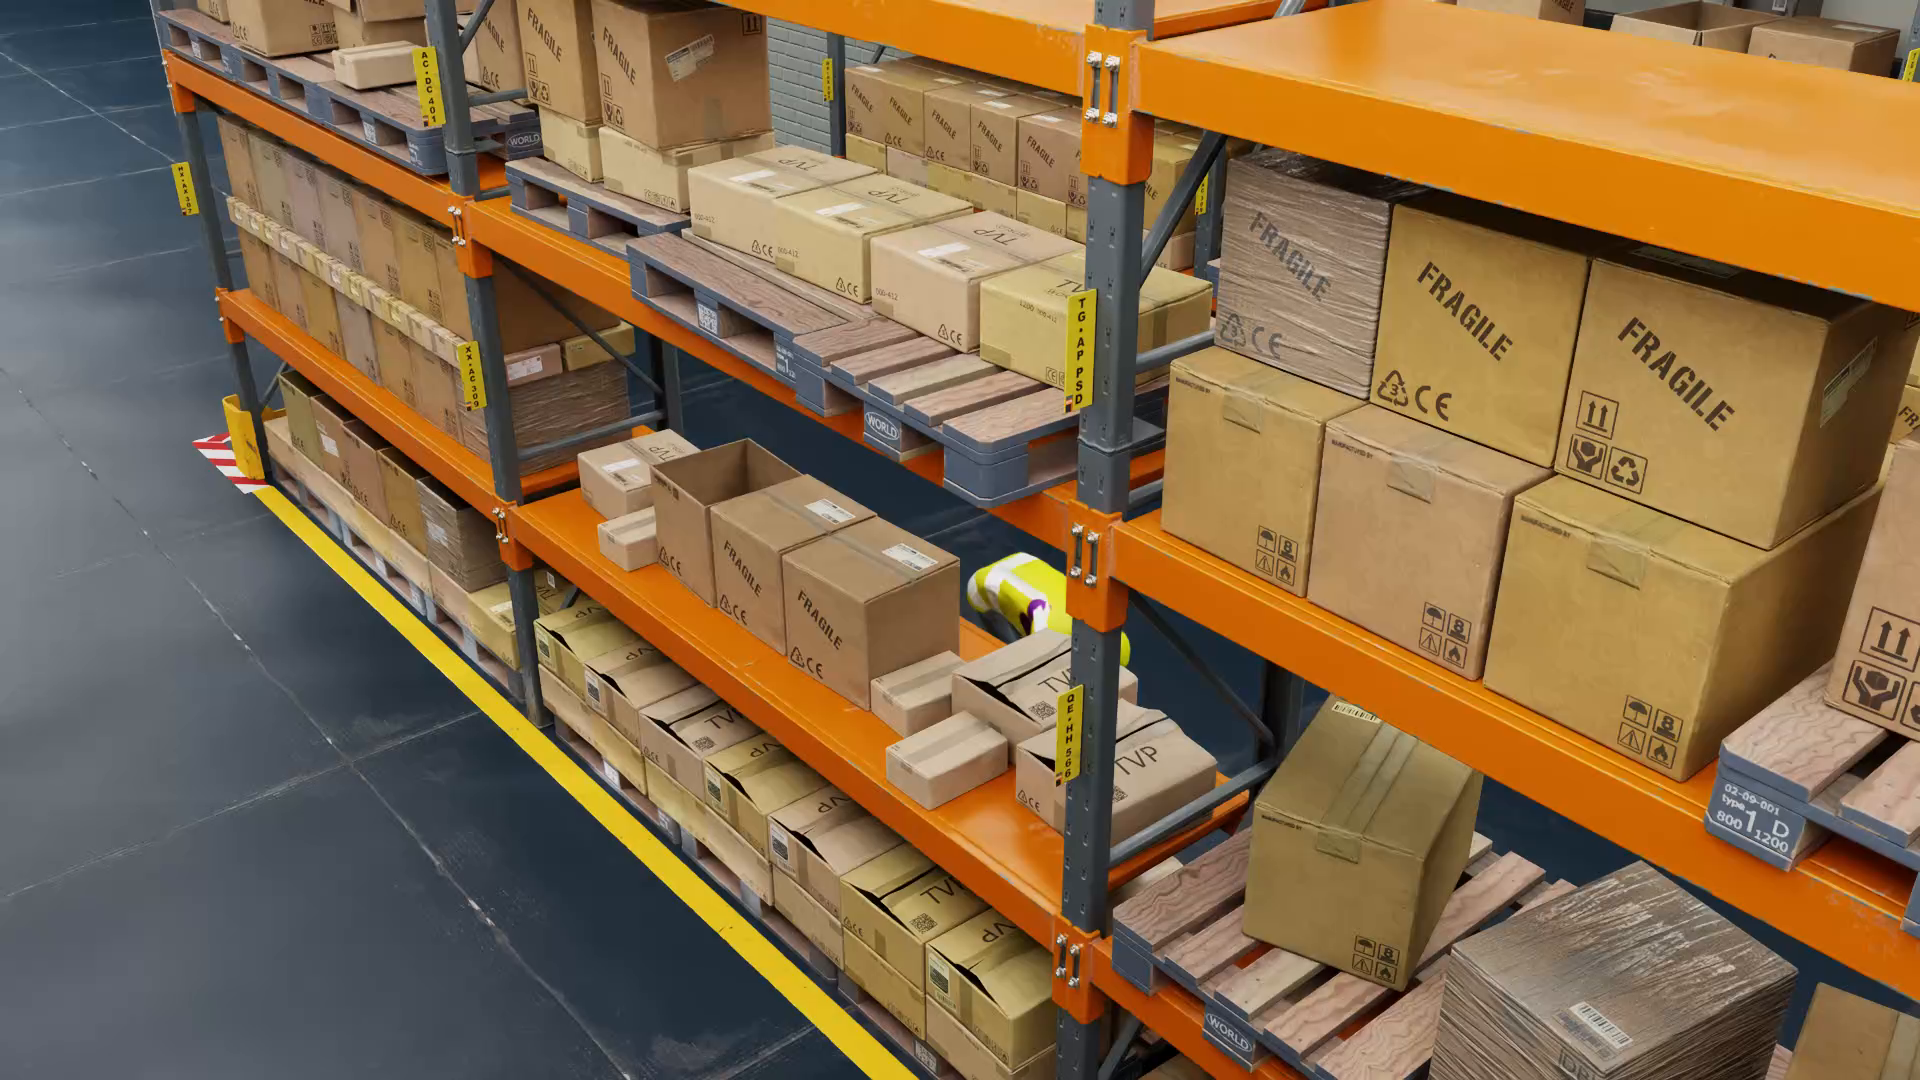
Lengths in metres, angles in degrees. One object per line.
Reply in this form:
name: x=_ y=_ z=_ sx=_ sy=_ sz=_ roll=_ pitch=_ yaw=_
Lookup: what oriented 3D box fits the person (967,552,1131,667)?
person: x=0.473 y=0.580 z=8.439 sx=0.503 sy=0.907 sz=0.977 roll=-23 pitch=36 yaw=-37
